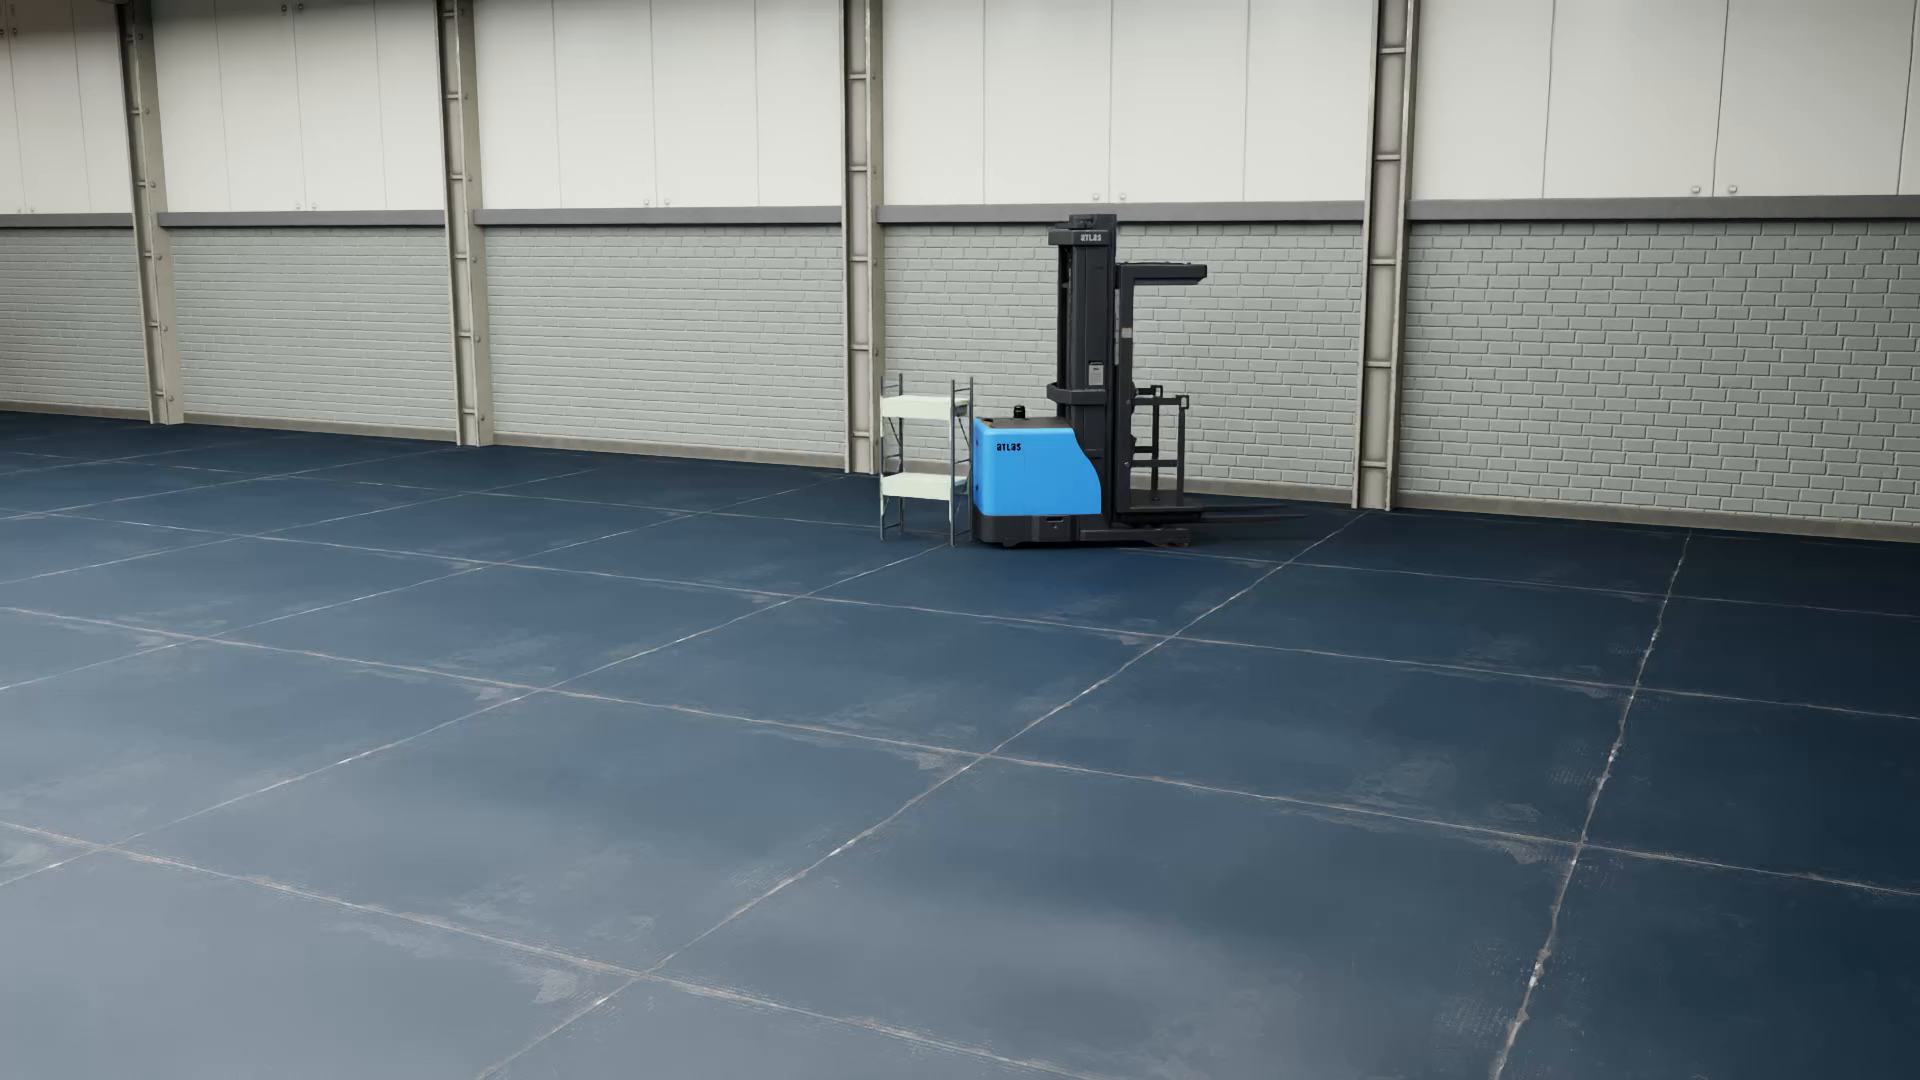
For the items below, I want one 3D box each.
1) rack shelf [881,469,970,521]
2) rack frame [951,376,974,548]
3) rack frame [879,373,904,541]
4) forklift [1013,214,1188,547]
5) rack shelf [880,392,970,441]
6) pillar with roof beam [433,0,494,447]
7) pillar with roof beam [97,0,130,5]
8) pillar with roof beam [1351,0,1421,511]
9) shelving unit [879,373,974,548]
[{"bbox_3d":[-0.304,-0.412,15.147,0.720,0.370,0.431,5,12,27],"label":"rack shelf"},{"bbox_3d":[0.021,-0.703,14.922,0.023,1.500,0.400,5,12,27],"label":"rack frame"},{"bbox_3d":[-0.628,-0.763,15.256,0.023,1.500,0.400,5,12,27],"label":"rack frame"},{"bbox_3d":[1.649,-1.470,15.140,3.031,2.935,1.121,-1,10,-7],"label":"forklift"},{"bbox_3d":[-0.304,-1.117,15.019,0.720,0.370,0.431,5,12,27],"label":"rack shelf"},{"bbox_3d":[-8.406,-5.023,17.736,0.400,9.000,9.100,5,11,26],"label":"pillar with roof beam"},{"bbox_3d":[-13.871,-8.424,19.645,0.548,2.987,8.718,5,11,26],"label":"pillar with roof beam"},{"bbox_3d":[2.356,-4.077,12.512,0.400,9.000,9.100,5,11,26],"label":"pillar with roof beam"},{"bbox_3d":[-0.304,-0.733,15.089,0.755,1.500,0.431,5,12,27],"label":"shelving unit"}]
